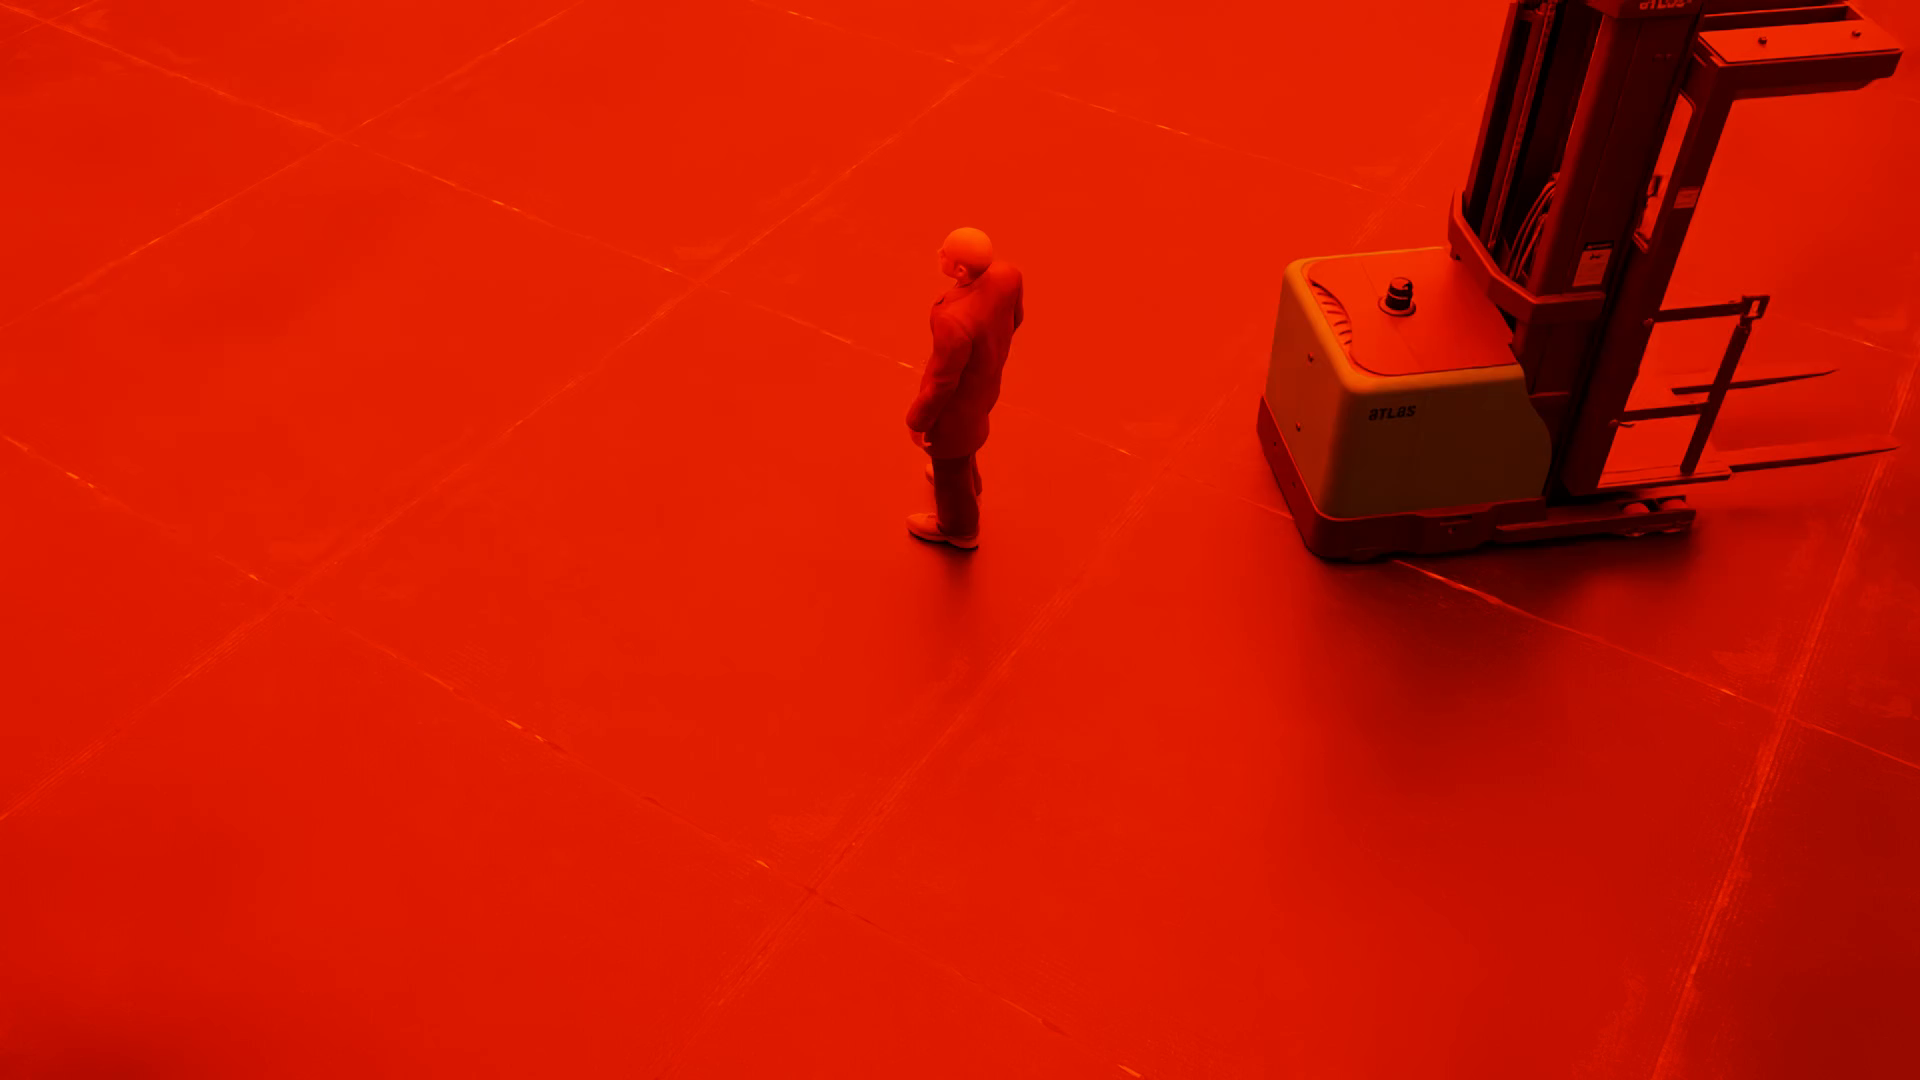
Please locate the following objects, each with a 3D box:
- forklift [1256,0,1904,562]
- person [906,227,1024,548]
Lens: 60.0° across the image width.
[{"bbox_3d":[3.069,-1.433,7.360,3.031,2.935,1.130,-6,44,-6],"label":"forklift"},{"bbox_3d":[-0.074,-0.687,7.401,0.583,1.775,0.696,24,48,23],"label":"person"}]
